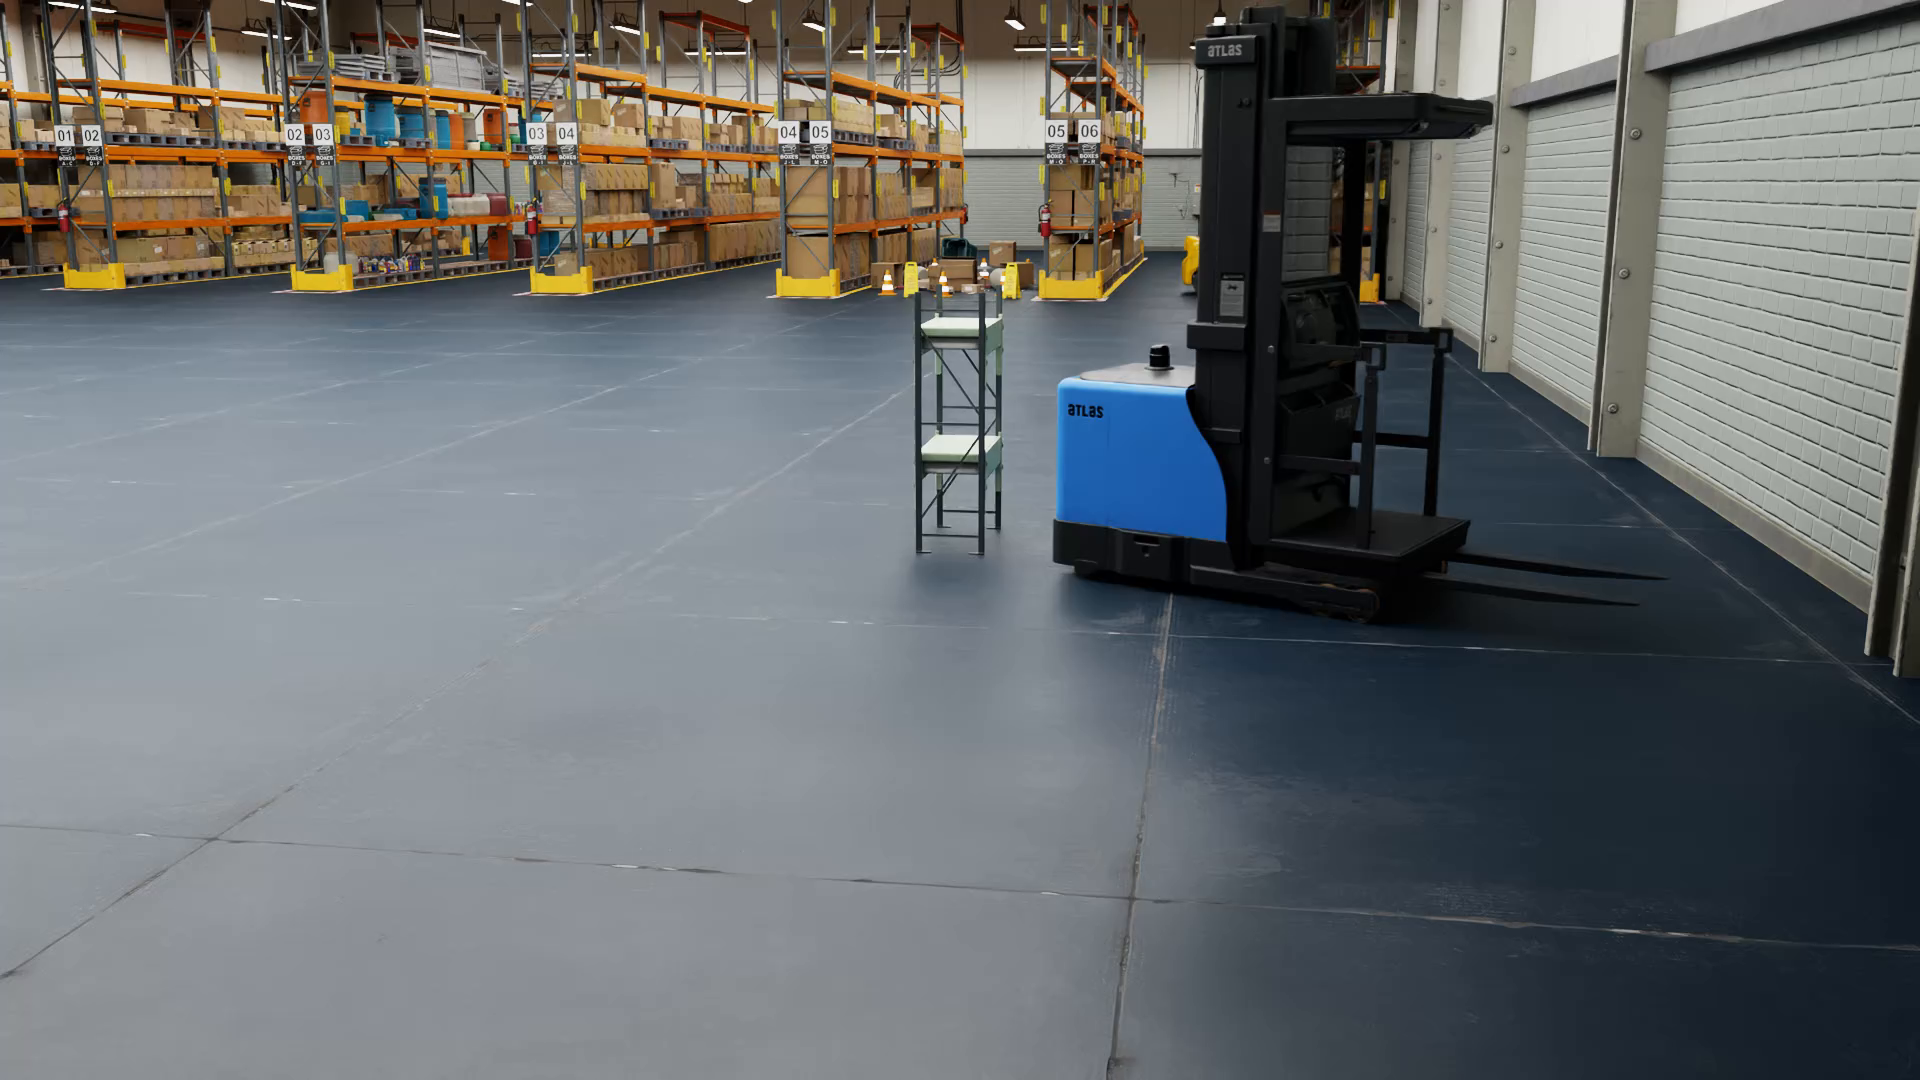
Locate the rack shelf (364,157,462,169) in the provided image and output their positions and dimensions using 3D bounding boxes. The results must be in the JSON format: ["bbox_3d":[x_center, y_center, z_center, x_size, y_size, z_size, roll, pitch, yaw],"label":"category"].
[{"bbox_3d":[-15.383,-10.618,46.731,1.077,0.370,4.000,2,12,9],"label":"rack shelf"}]

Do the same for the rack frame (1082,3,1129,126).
[{"bbox_3d":[3.275,-10.544,37.561,1.000,3.000,0.127,2,12,9],"label":"rack frame"}]

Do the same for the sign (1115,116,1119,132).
[{"bbox_3d":[3.197,-8.482,33.885,0.100,0.325,0.005,2,12,9],"label":"sign"}]

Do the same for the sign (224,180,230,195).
[{"bbox_3d":[-16.372,-7.866,37.131,0.100,0.325,0.005,2,12,9],"label":"sign"}]

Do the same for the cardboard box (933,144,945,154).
[{"bbox_3d":[-0.685,-10.065,42.811,0.500,0.250,0.500,3,12,12],"label":"cardboard box"}]

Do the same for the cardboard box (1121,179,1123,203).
[{"bbox_3d":[3.334,-7.695,36.637,0.500,0.500,0.500,1,12,5],"label":"cardboard box"}]

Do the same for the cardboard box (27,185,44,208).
[{"bbox_3d":[-21.704,-7.950,38.483,0.700,0.500,0.500,2,12,9],"label":"cardboard box"}]

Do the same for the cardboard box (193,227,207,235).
[{"bbox_3d":[-20.691,-8.077,44.457,0.750,0.750,0.750,2,12,10],"label":"cardboard box"}]

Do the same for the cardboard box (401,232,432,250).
[{"bbox_3d":[-15.406,-8.473,47.072,0.797,0.503,0.637,2,12,9],"label":"cardboard box"}]

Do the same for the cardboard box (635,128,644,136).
[{"bbox_3d":[-6.897,-8.611,35.120,0.380,0.149,0.250,2,12,10],"label":"cardboard box"}]

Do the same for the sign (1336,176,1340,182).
[{"bbox_3d":[9.344,-8.833,41.112,0.100,0.325,0.005,2,12,9],"label":"sign"}]

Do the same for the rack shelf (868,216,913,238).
[{"bbox_3d":[-1.940,-6.983,36.984,1.077,0.370,4.000,2,12,9],"label":"rack shelf"}]

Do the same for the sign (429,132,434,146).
[{"bbox_3d":[-11.485,-8.711,36.154,0.100,0.325,0.005,2,12,9],"label":"sign"}]

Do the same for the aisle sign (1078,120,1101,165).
[{"bbox_3d":[2.341,-7.194,30.085,0.394,0.787,0.004,2,12,9],"label":"aisle sign"}]

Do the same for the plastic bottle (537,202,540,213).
[{"bbox_3d":[-10.784,-8.471,42.295,0.144,0.351,0.185,2,12,9],"label":"plastic bottle"}]

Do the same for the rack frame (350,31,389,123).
[{"bbox_3d":[-15.690,-12.020,44.408,1.000,3.000,0.127,2,12,9],"label":"rack frame"}]

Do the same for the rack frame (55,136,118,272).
[{"bbox_3d":[-17.536,-6.589,33.448,1.000,3.000,0.127,2,12,9],"label":"rack frame"}]

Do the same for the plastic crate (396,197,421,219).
[{"bbox_3d":[-12.255,-7.403,37.071,0.402,0.464,0.583,2,12,9],"label":"plastic crate"}]

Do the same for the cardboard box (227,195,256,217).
[{"bbox_3d":[-16.705,-7.740,38.550,0.500,0.500,0.500,3,12,13],"label":"cardboard box"}]

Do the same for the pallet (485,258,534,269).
[{"bbox_3d":[-11.331,-6.896,41.489,1.003,0.211,1.213,2,12,9],"label":"pallet"}]

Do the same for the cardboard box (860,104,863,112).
[{"bbox_3d":[-2.143,-8.608,33.168,0.380,0.149,0.250,2,12,9],"label":"cardboard box"}]

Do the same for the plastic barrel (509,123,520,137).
[{"bbox_3d":[-11.288,-10.205,41.788,0.433,0.535,0.433,0,12,0],"label":"plastic barrel"}]

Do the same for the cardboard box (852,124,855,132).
[{"bbox_3d":[-2.260,-8.060,32.516,0.380,0.149,0.250,2,12,9],"label":"cardboard box"}]

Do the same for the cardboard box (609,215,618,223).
[{"bbox_3d":[-7.142,-6.505,33.656,0.380,0.149,0.250,2,12,9],"label":"cardboard box"}]

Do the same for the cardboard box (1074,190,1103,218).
[{"bbox_3d":[2.391,-6.230,30.840,0.500,0.500,0.500,2,12,8],"label":"cardboard box"}]

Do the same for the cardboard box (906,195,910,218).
[{"bbox_3d":[-1.436,-7.697,38.354,0.500,0.500,0.500,2,12,9],"label":"cardboard box"}]

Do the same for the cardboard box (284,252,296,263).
[{"bbox_3d":[-16.301,-6.786,39.893,0.500,0.250,0.500,2,12,10],"label":"cardboard box"}]

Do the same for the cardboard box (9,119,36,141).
[{"bbox_3d":[-21.653,-9.413,38.199,0.500,0.500,0.500,4,13,17],"label":"cardboard box"}]

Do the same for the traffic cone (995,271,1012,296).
[{"bbox_3d":[0.836,-4.838,31.342,0.336,0.463,0.334,2,12,9],"label":"traffic cone"}]

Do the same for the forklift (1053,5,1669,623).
[{"bbox_3d":[2.016,-1.156,8.402,3.031,2.935,1.130,8,15,33],"label":"forklift"}]

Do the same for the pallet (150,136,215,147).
[{"bbox_3d":[-17.026,-8.667,36.178,1.003,0.211,1.213,2,12,9],"label":"pallet"}]

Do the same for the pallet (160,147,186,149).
[{"bbox_3d":[-20.985,-10.157,43.331,1.003,0.211,1.213,2,12,11],"label":"pallet"}]

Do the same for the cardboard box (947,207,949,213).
[{"bbox_3d":[-0.495,-8.785,44.234,0.380,0.149,0.250,2,12,11],"label":"cardboard box"}]

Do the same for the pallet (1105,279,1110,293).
[{"bbox_3d":[2.406,-5.020,32.787,1.003,0.211,1.213,2,12,9],"label":"pallet"}]

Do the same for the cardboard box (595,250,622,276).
[{"bbox_3d":[-7.332,-5.750,34.492,0.500,0.500,0.500,1,12,4],"label":"cardboard box"}]

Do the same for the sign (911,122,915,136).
[{"bbox_3d":[-1.085,-9.489,38.369,0.100,0.325,0.005,2,12,9],"label":"sign"}]

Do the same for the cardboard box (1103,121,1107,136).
[{"bbox_3d":[2.472,-7.685,31.065,0.500,0.250,0.500,2,12,8],"label":"cardboard box"}]

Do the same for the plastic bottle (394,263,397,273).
[{"bbox_3d":[-11.972,-5.755,35.176,0.097,0.201,0.097,0,12,0],"label":"plastic bottle"}]

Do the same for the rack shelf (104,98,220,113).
[{"bbox_3d":[-20.893,-11.216,43.335,1.077,0.370,4.000,2,12,9],"label":"rack shelf"}]

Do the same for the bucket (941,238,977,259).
[{"bbox_3d":[0.010,-5.958,34.683,0.726,0.611,0.620,7,4,28],"label":"bucket"}]

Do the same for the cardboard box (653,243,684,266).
[{"bbox_3d":[-6.754,-6.552,38.163,0.700,0.500,0.500,3,13,13],"label":"cardboard box"}]

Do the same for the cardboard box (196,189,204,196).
[{"bbox_3d":[-16.828,-7.618,36.447,0.380,0.149,0.250,2,12,7],"label":"cardboard box"}]

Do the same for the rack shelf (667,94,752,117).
[{"bbox_3d":[-6.210,-10.735,41.101,1.077,0.370,4.000,2,12,9],"label":"rack shelf"}]

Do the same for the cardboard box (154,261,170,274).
[{"bbox_3d":[-17.083,-5.763,35.145,0.500,0.250,0.500,2,12,9],"label":"cardboard box"}]

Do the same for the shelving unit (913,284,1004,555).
[{"bbox_3d":[-0.001,-0.732,9.829,0.431,1.500,0.755,2,12,9],"label":"shelving unit"}]

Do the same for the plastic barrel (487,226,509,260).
[{"bbox_3d":[-11.353,-7.340,41.087,0.600,0.830,0.708,2,12,9],"label":"plastic barrel"}]

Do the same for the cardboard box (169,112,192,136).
[{"bbox_3d":[-17.259,-9.115,36.480,0.500,0.500,0.500,3,13,13],"label":"cardboard box"}]

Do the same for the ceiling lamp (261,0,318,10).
[{"bbox_3d":[-14.272,-13.092,35.525,0.800,3.185,2.000,2,12,9],"label":"ceiling lamp"}]

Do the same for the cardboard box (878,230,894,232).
[{"bbox_3d":[-1.786,-7.252,39.680,0.500,0.250,0.500,2,12,7],"label":"cardboard box"}]

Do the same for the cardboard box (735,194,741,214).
[{"bbox_3d":[-5.861,-8.496,42.061,0.500,0.500,0.500,2,12,8],"label":"cardboard box"}]

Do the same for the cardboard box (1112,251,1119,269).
[{"bbox_3d":[3.072,-6.261,37.167,0.950,0.372,0.625,2,12,8],"label":"cardboard box"}]

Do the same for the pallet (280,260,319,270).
[{"bbox_3d":[-16.470,-6.721,40.680,1.003,0.211,1.213,2,12,9],"label":"pallet"}]

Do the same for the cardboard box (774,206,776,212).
[{"bbox_3d":[-5.252,-9.072,45.567,0.380,0.149,0.250,2,12,10],"label":"cardboard box"}]
